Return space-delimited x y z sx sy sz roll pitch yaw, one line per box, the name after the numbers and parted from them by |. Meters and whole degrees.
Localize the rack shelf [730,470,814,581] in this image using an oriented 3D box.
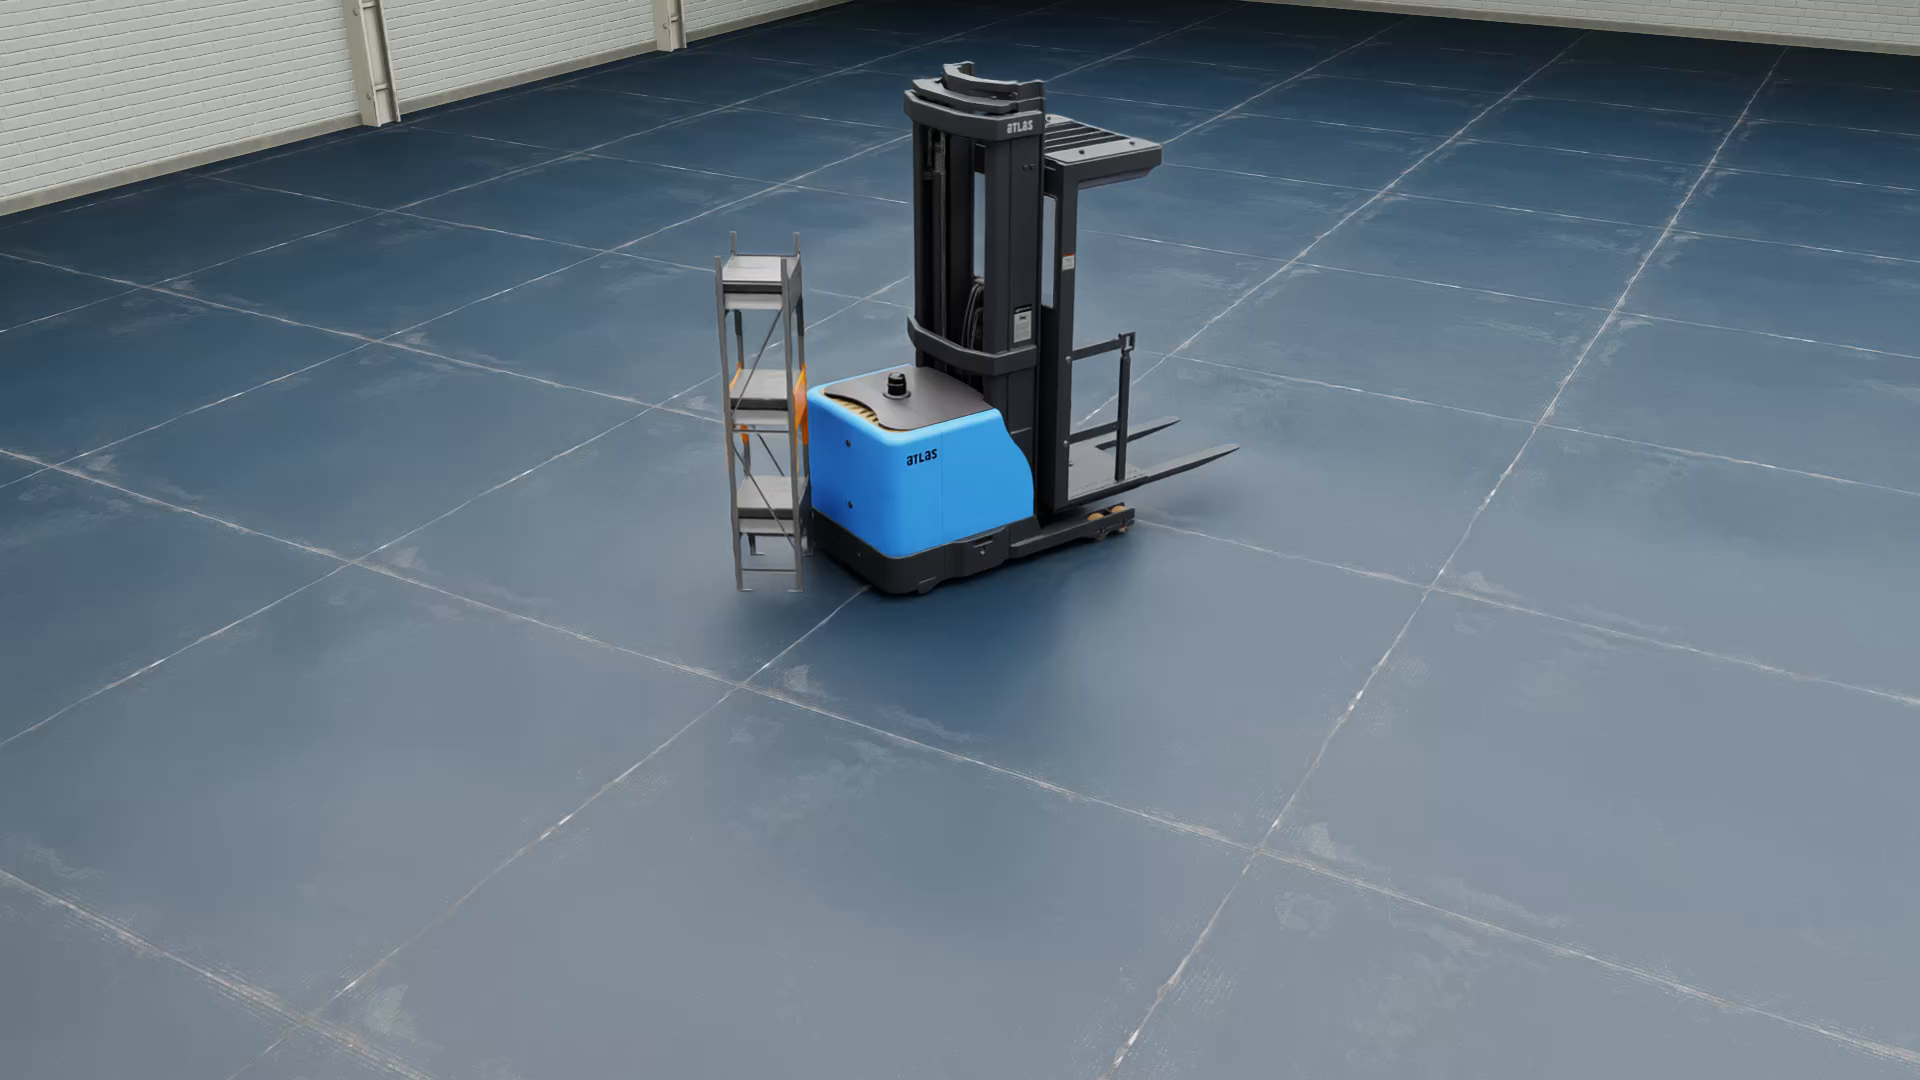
-1.142 -0.093 10.184 0.431 0.518 0.480 1 27 3 | rack shelf

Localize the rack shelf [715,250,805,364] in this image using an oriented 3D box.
-1.142 -1.345 9.557 0.431 0.518 0.480 1 27 3 | rack shelf

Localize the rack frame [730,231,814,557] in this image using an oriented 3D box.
-1.129 -0.840 10.082 0.400 2.100 0.015 1 27 3 | rack frame

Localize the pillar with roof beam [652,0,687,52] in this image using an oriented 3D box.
-0.809 -10.830 22.331 9.100 9.000 0.400 14 30 26 | pillar with roof beam

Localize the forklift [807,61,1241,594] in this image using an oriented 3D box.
0.528 -1.490 10.452 3.031 2.935 1.130 -18 32 -31 | forklift

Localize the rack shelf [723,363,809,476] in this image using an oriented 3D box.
-1.142 -0.719 9.871 0.431 0.518 0.480 1 27 3 | rack shelf

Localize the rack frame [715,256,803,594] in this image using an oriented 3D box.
-1.155 -0.622 9.647 0.400 2.100 0.015 1 27 3 | rack frame

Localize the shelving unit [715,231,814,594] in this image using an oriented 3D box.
-1.142 -0.731 9.864 0.431 2.100 0.503 1 27 3 | shelving unit

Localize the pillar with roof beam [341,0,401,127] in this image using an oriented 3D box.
-3.760 -8.491 17.660 9.100 9.000 0.400 14 30 26 | pillar with roof beam
